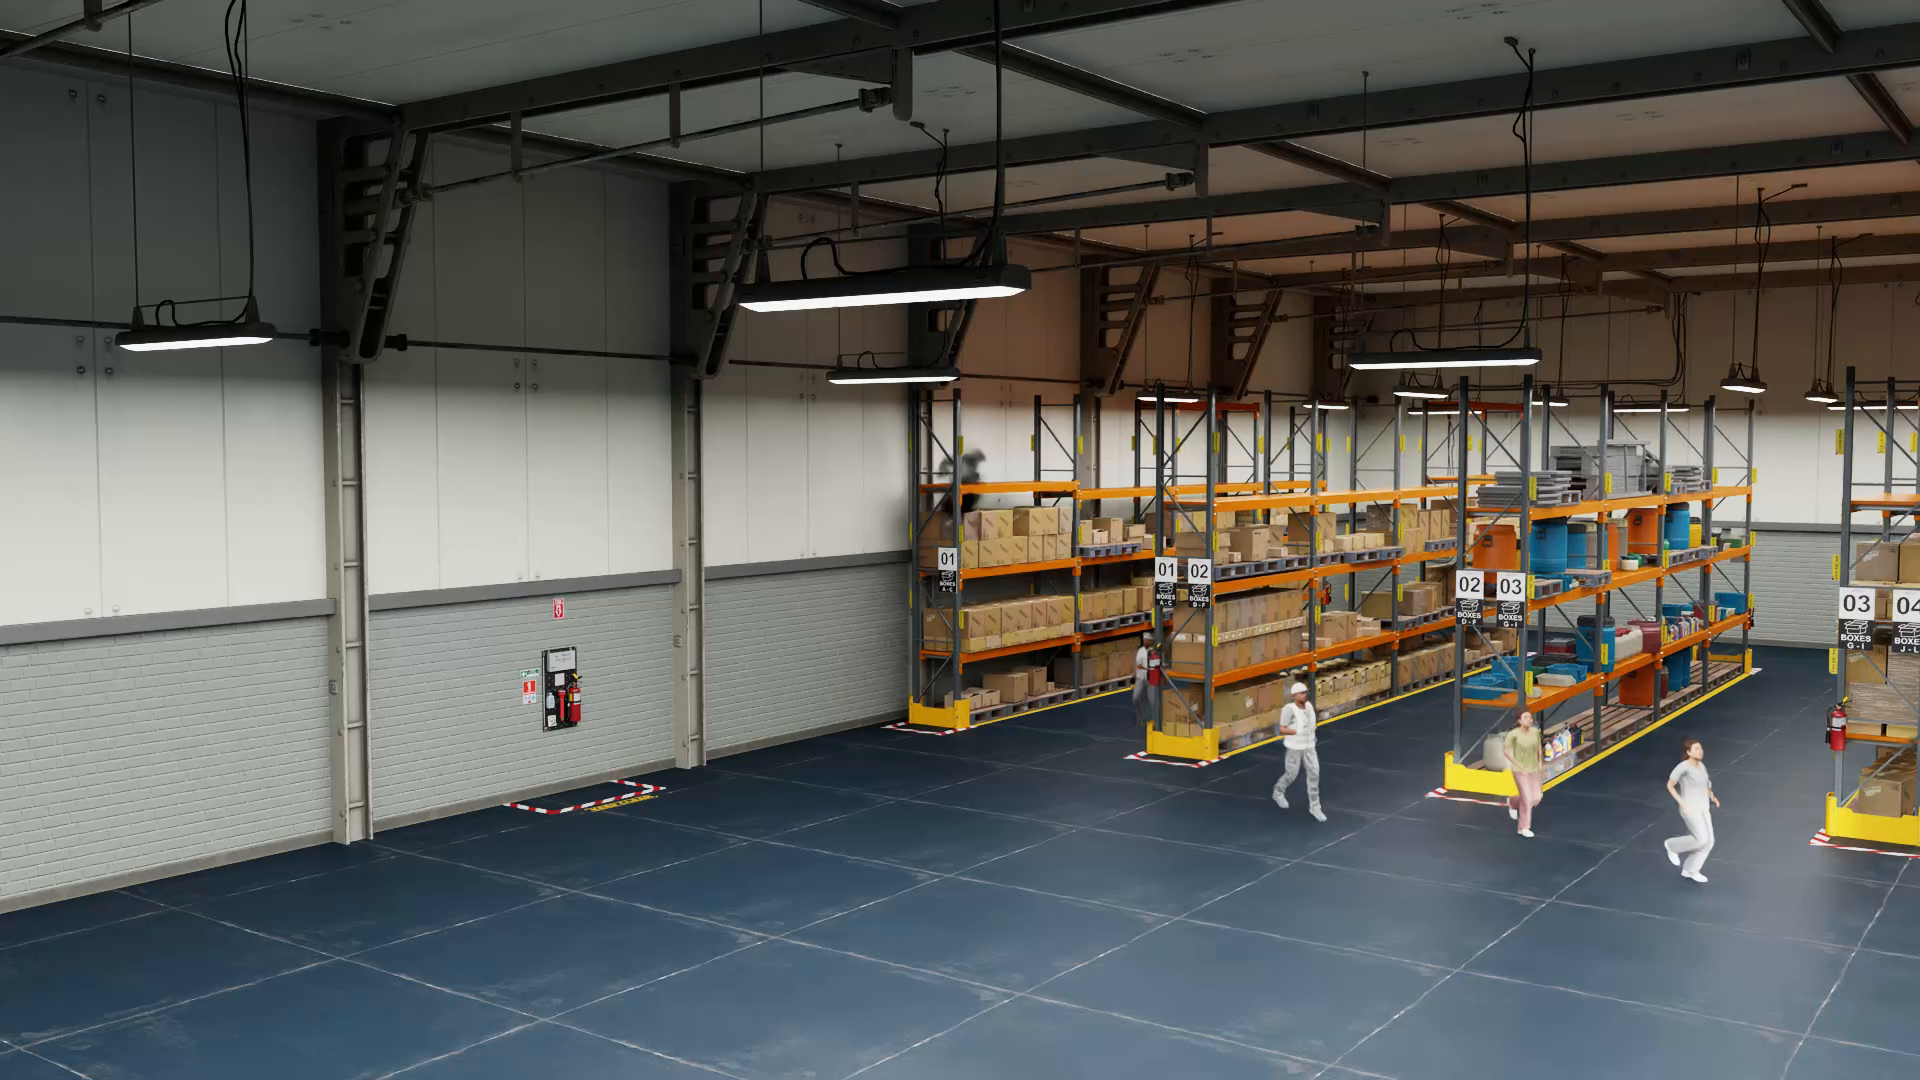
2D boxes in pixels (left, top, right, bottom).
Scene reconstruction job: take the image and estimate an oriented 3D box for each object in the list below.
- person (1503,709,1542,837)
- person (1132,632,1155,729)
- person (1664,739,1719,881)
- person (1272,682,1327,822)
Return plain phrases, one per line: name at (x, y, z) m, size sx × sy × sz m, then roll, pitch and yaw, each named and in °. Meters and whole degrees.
person at (7.228, 2.968, 21.399) m, size 0.588 × 1.638 × 0.630 m, roll -1°, pitch 3°, yaw -14°
person at (3.289, 2.486, 29.414) m, size 0.542 × 1.733 × 0.716 m, roll 2°, pitch 4°, yaw 31°
person at (8.458, 3.109, 19.212) m, size 0.581 × 1.613 × 0.561 m, roll -2°, pitch 4°, yaw -26°
person at (4.556, 2.821, 22.388) m, size 0.672 × 1.819 × 0.928 m, roll -2°, pitch 4°, yaw -29°
